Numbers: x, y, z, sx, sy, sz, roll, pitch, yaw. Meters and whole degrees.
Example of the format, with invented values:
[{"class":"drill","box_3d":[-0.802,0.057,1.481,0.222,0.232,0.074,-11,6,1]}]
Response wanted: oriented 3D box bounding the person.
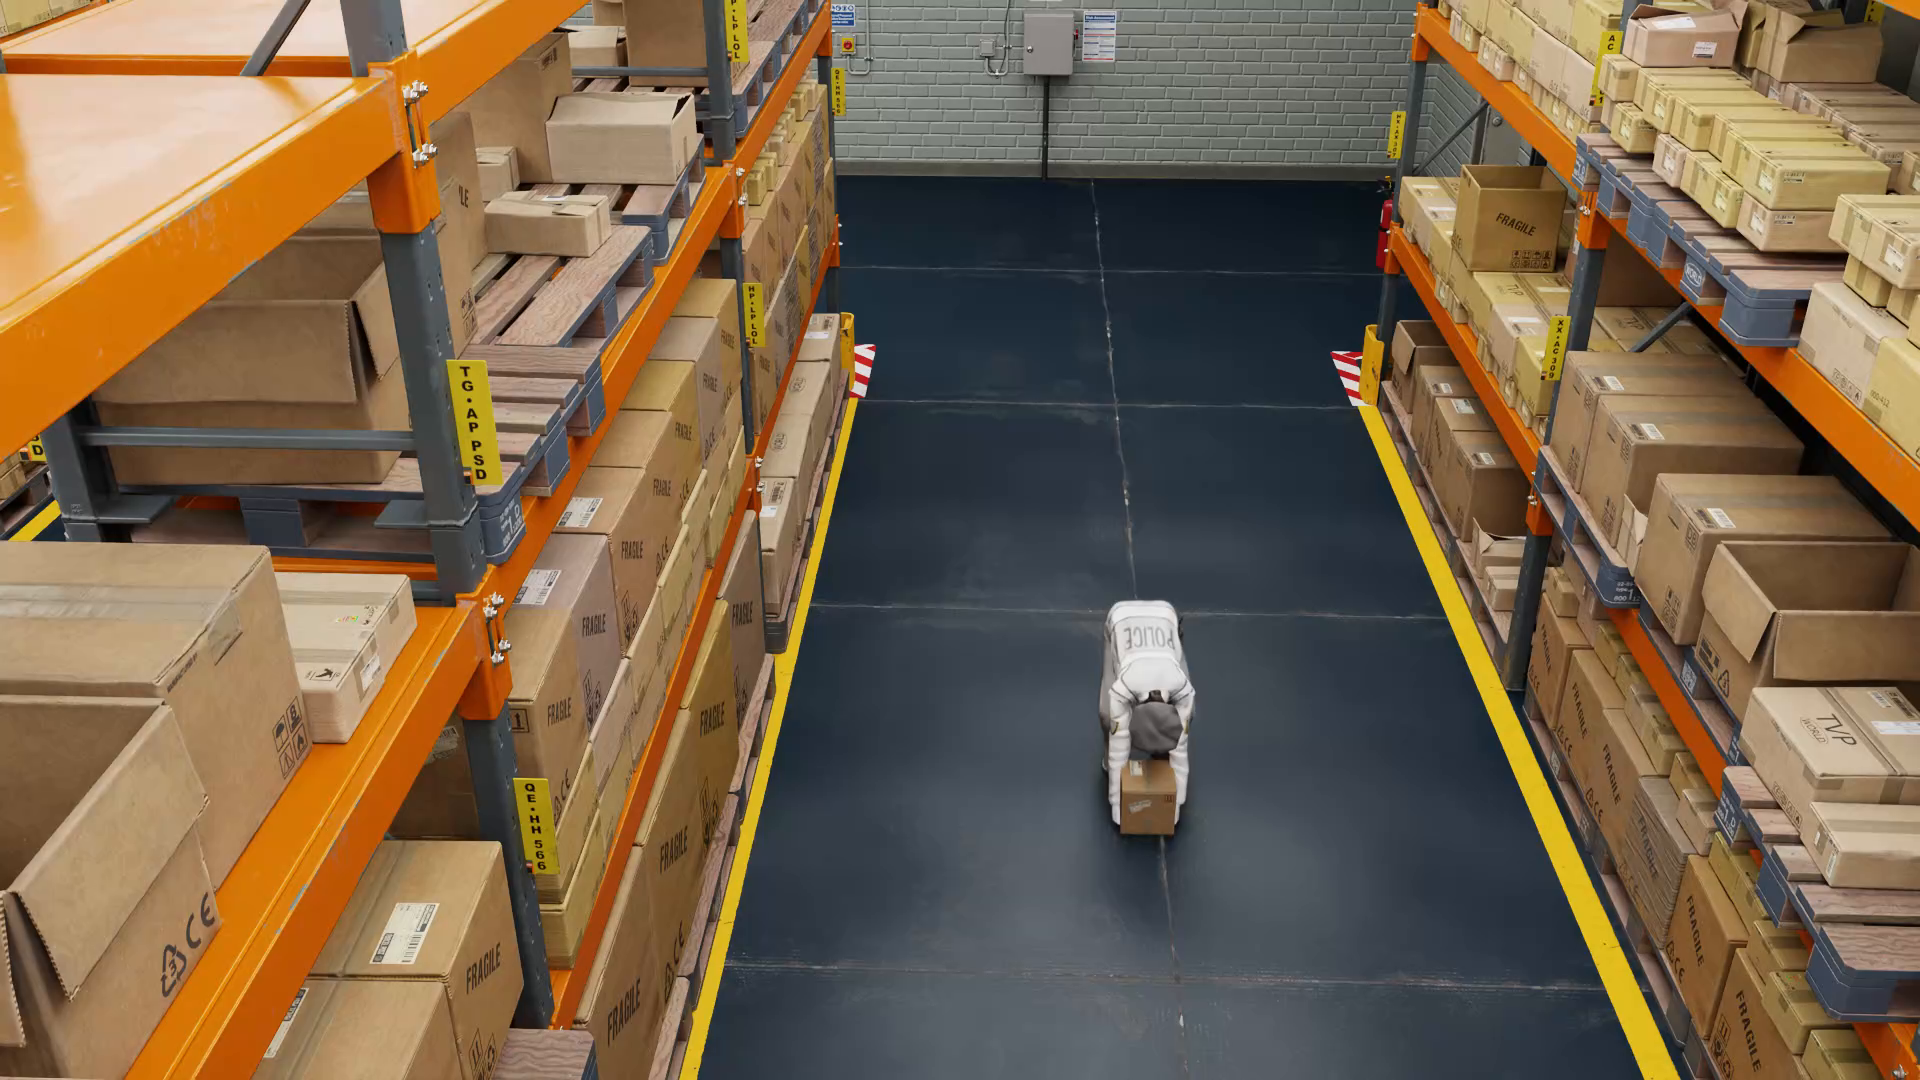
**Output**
[{"class":"person","box_3d":[0.916,0.366,7.934,0.522,1.663,0.371,0,28,0]}]
